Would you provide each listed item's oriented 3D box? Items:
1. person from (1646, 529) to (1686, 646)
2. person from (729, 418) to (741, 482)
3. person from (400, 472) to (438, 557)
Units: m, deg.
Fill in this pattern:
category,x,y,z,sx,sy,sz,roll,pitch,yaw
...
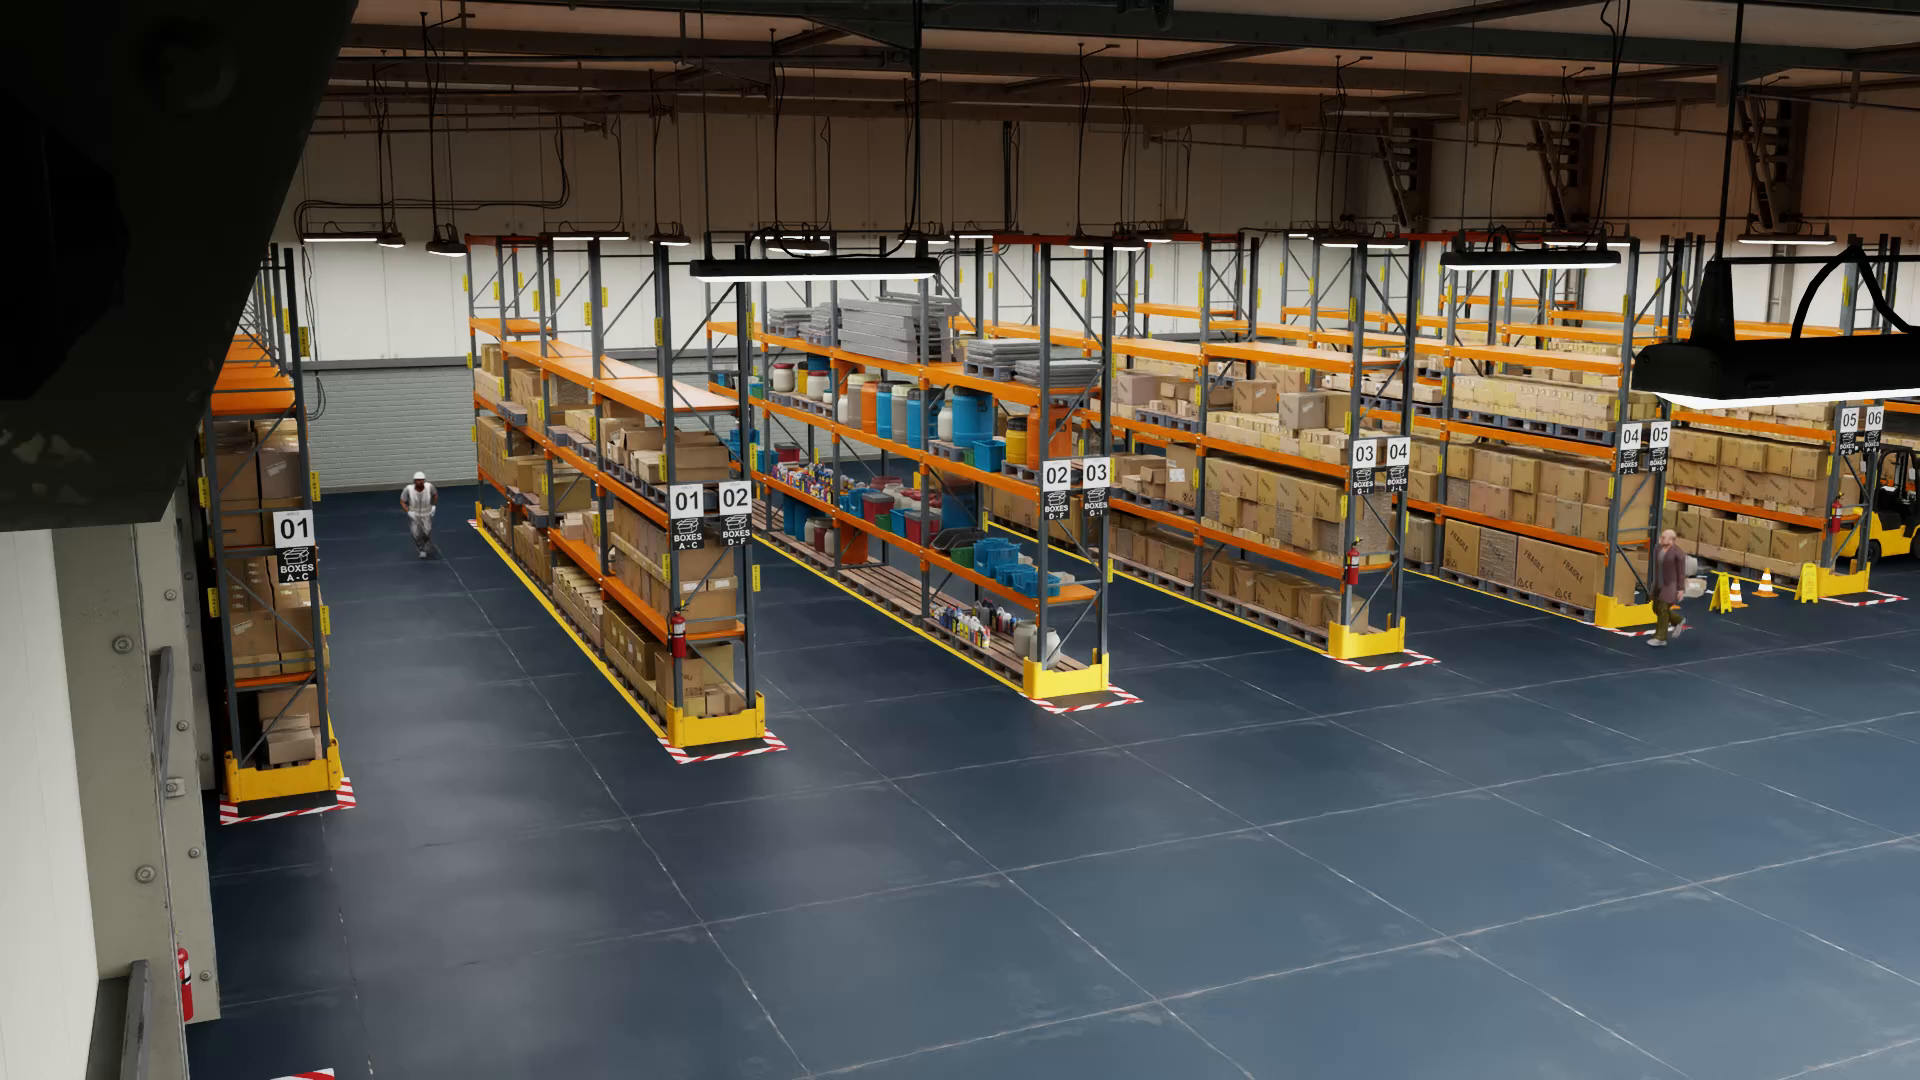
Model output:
category,x,y,z,sx,sy,sz,roll,pitch,yaw
person,10.641,0.691,24.895,0.839,1.758,0.593,-4,12,-19
person,-5.113,-1.928,38.410,0.593,1.809,0.499,10,15,41
person,-10.122,-0.466,31.158,0.675,1.672,0.586,-3,11,-15
